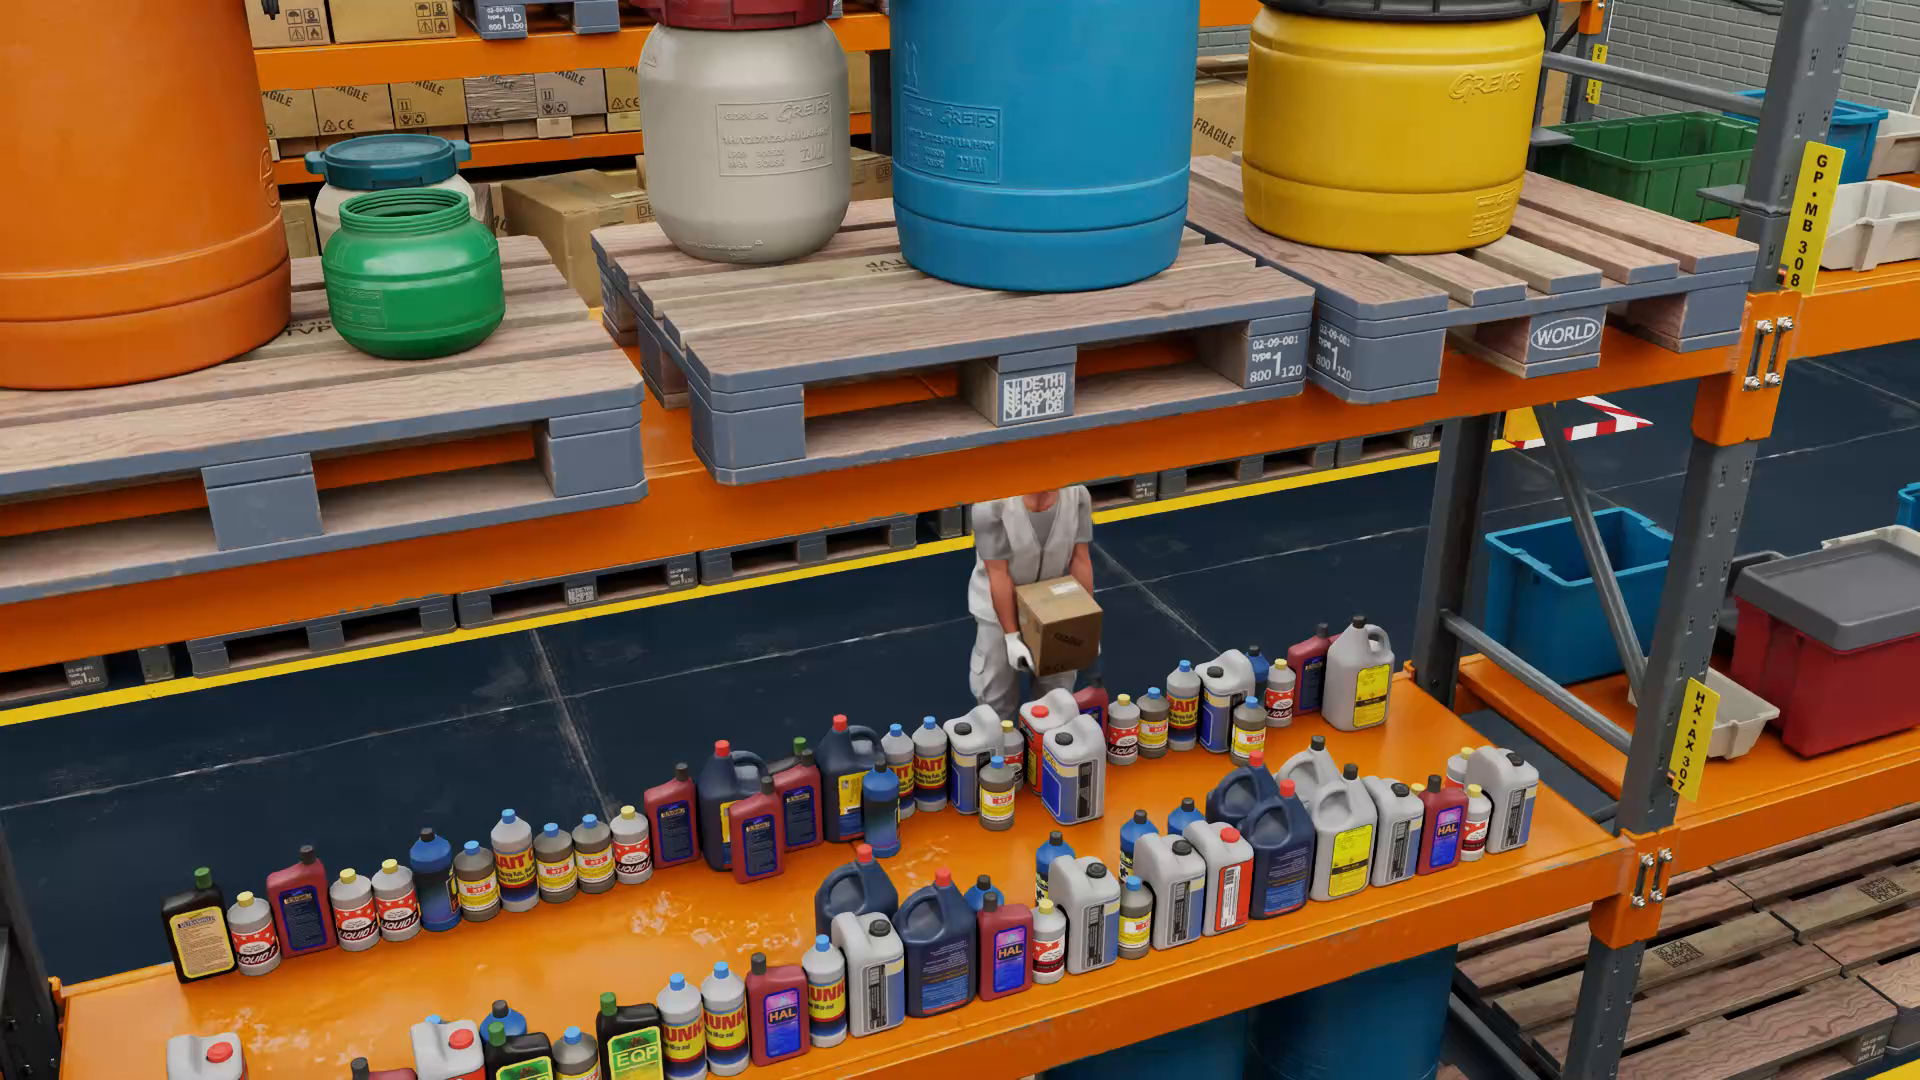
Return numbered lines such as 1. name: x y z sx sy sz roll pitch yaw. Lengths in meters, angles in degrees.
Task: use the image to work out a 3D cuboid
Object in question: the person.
1. person: 0.293 0.334 6.400 0.494 1.777 0.569 -11 28 -22
